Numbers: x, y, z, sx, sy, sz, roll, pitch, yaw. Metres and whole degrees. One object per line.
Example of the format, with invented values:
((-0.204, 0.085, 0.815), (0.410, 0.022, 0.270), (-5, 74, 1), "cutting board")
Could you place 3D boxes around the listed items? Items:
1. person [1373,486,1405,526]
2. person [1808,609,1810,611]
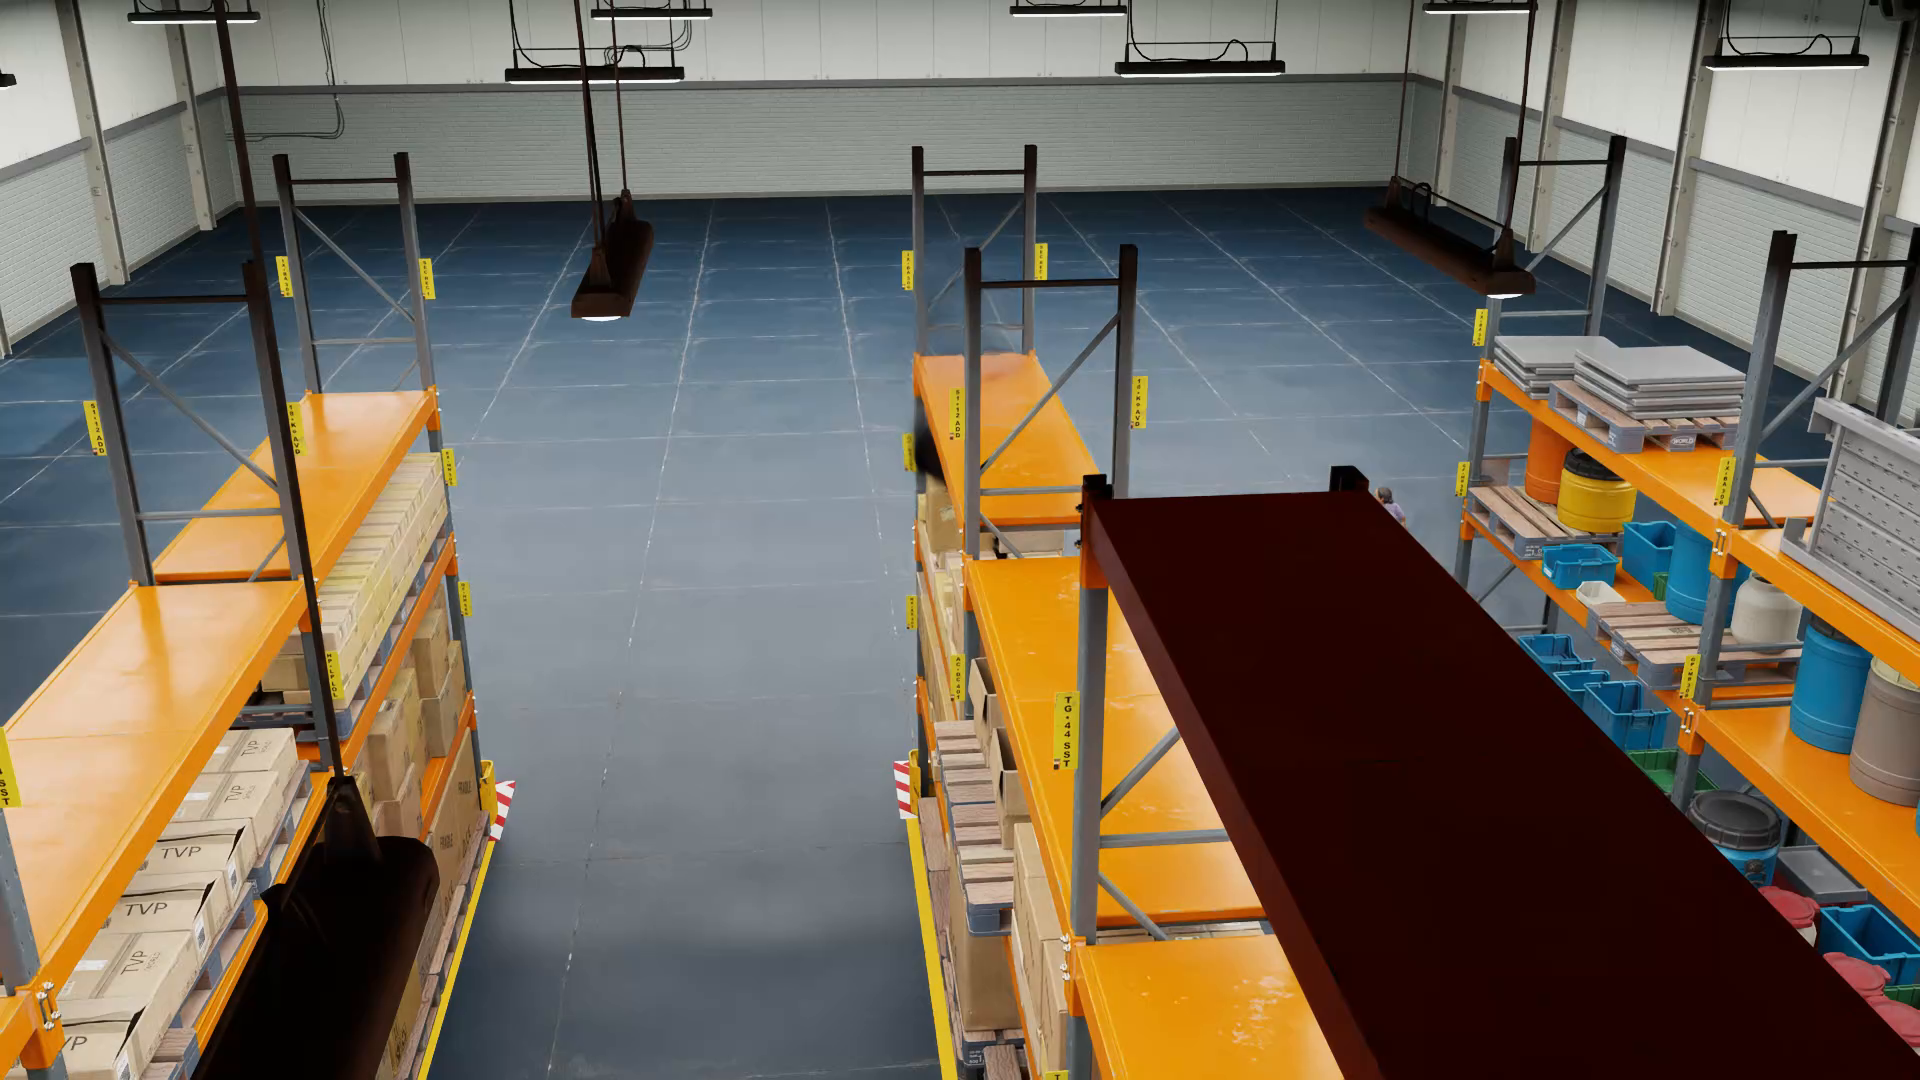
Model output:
((4.863, 0.179, 19.019), (0.889, 1.644, 0.630), (9, 23, 21), "person")
((10.389, 0.065, 19.105), (0.907, 1.778, 0.701), (7, 23, 17), "person")
